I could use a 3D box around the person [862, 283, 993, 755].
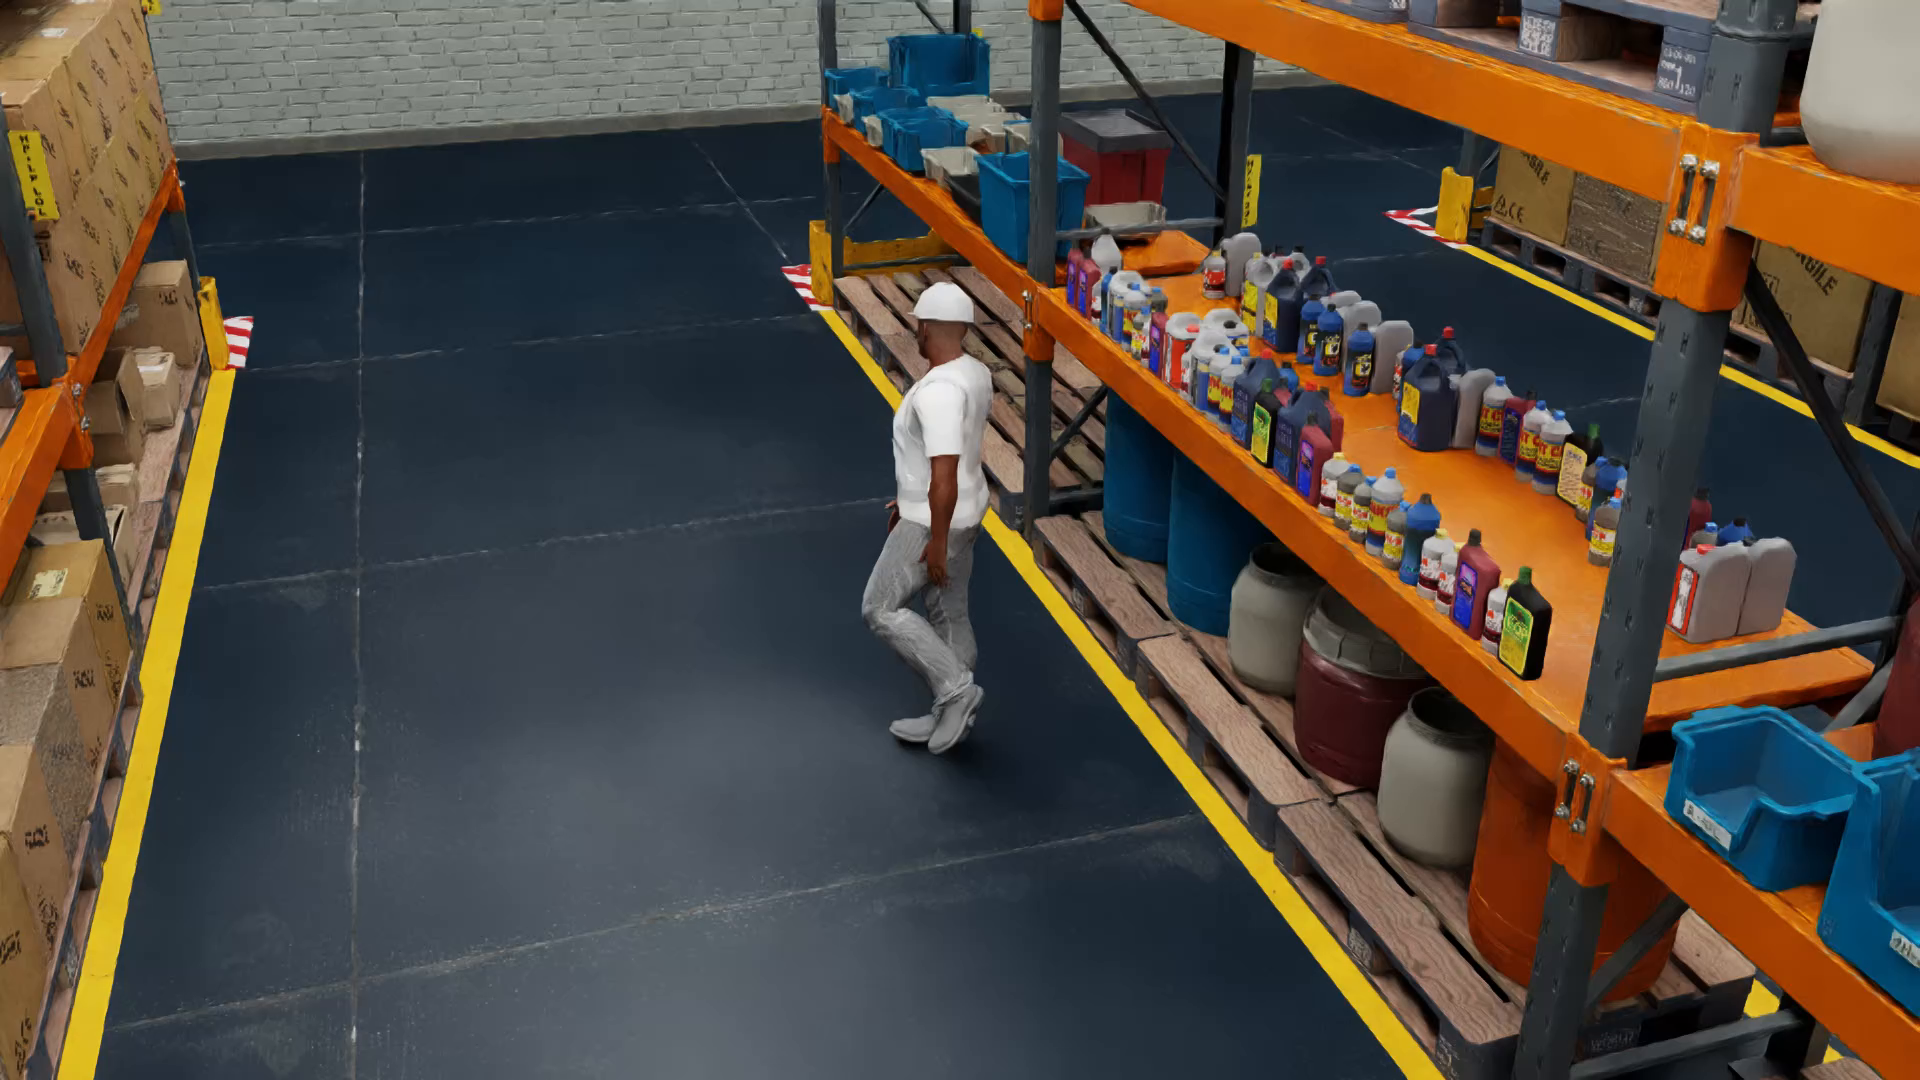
[{"bbox_3d":[-0.097,-0.069,6.230,0.485,1.735,0.751,5,27,11],"label":"person"}]
